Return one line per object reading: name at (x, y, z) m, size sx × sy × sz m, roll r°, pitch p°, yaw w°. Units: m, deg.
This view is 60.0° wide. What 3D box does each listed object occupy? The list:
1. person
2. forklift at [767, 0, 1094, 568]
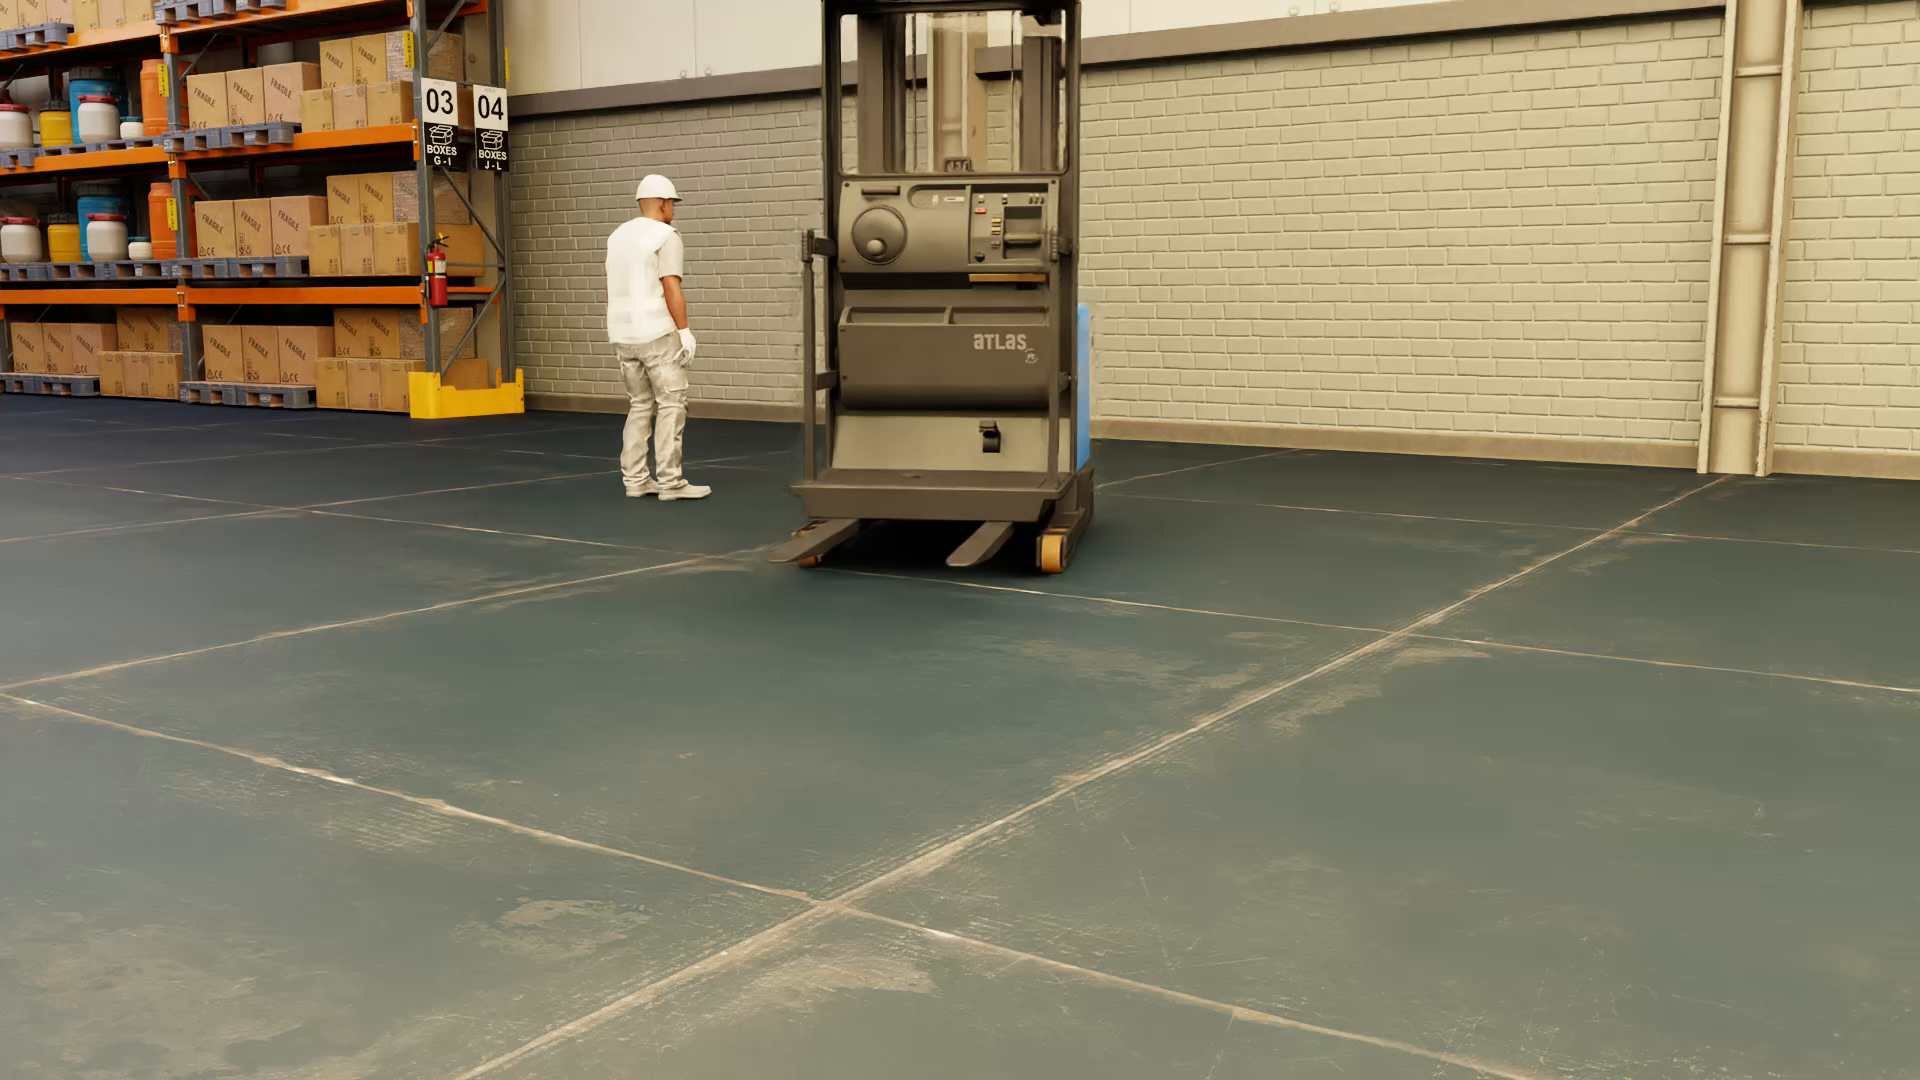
person at (-1.685, -1.119, 9.192) m, size 0.617 × 1.772 × 0.426 m, roll 7°, pitch 11°, yaw 41°
forklift at (-10.787, -2.407, 14.120) m, size 24.538 × 2.935 × 14.427 m, roll 1°, pitch 8°, yaw 9°
